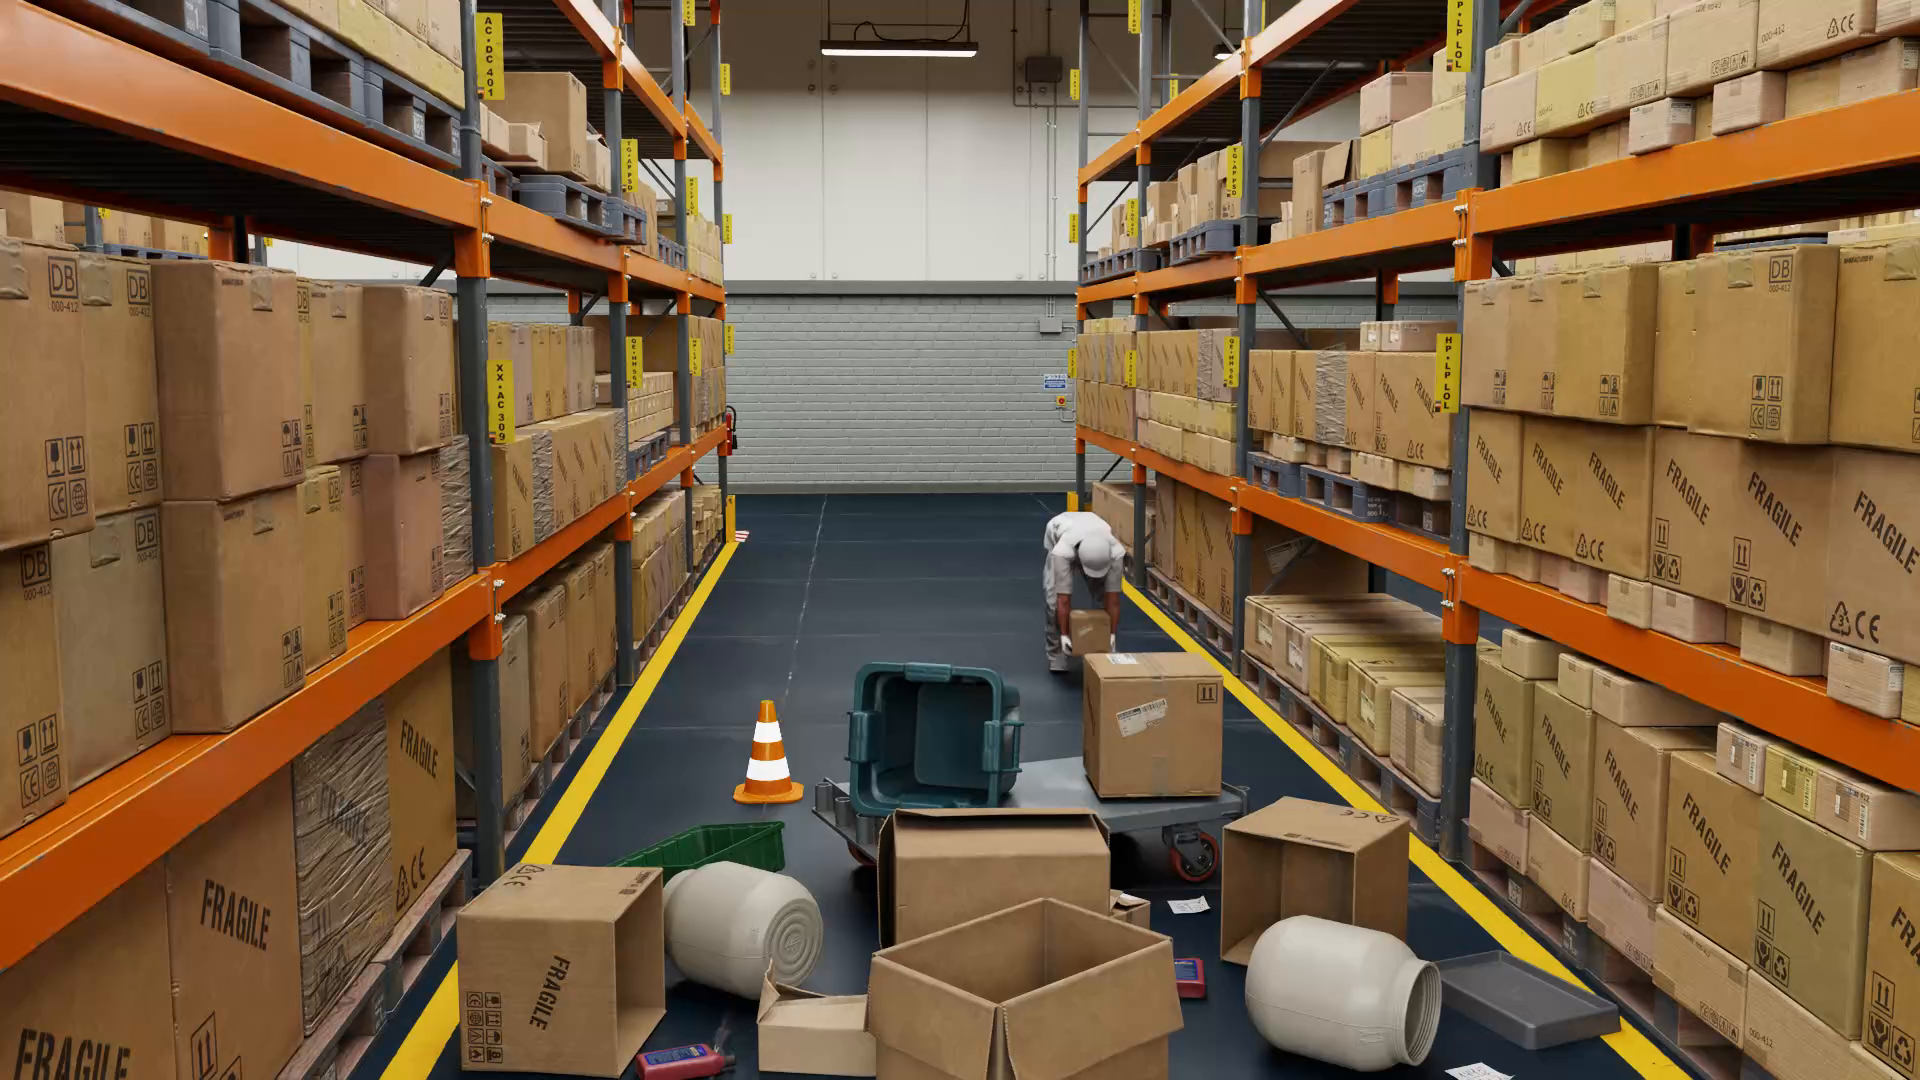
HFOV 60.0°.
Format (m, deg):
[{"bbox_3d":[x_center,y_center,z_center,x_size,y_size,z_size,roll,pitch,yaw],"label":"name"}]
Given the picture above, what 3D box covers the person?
[{"bbox_3d":[0.820,0.000,11.205,0.617,1.772,0.452,-1,7,-6],"label":"person"}]
